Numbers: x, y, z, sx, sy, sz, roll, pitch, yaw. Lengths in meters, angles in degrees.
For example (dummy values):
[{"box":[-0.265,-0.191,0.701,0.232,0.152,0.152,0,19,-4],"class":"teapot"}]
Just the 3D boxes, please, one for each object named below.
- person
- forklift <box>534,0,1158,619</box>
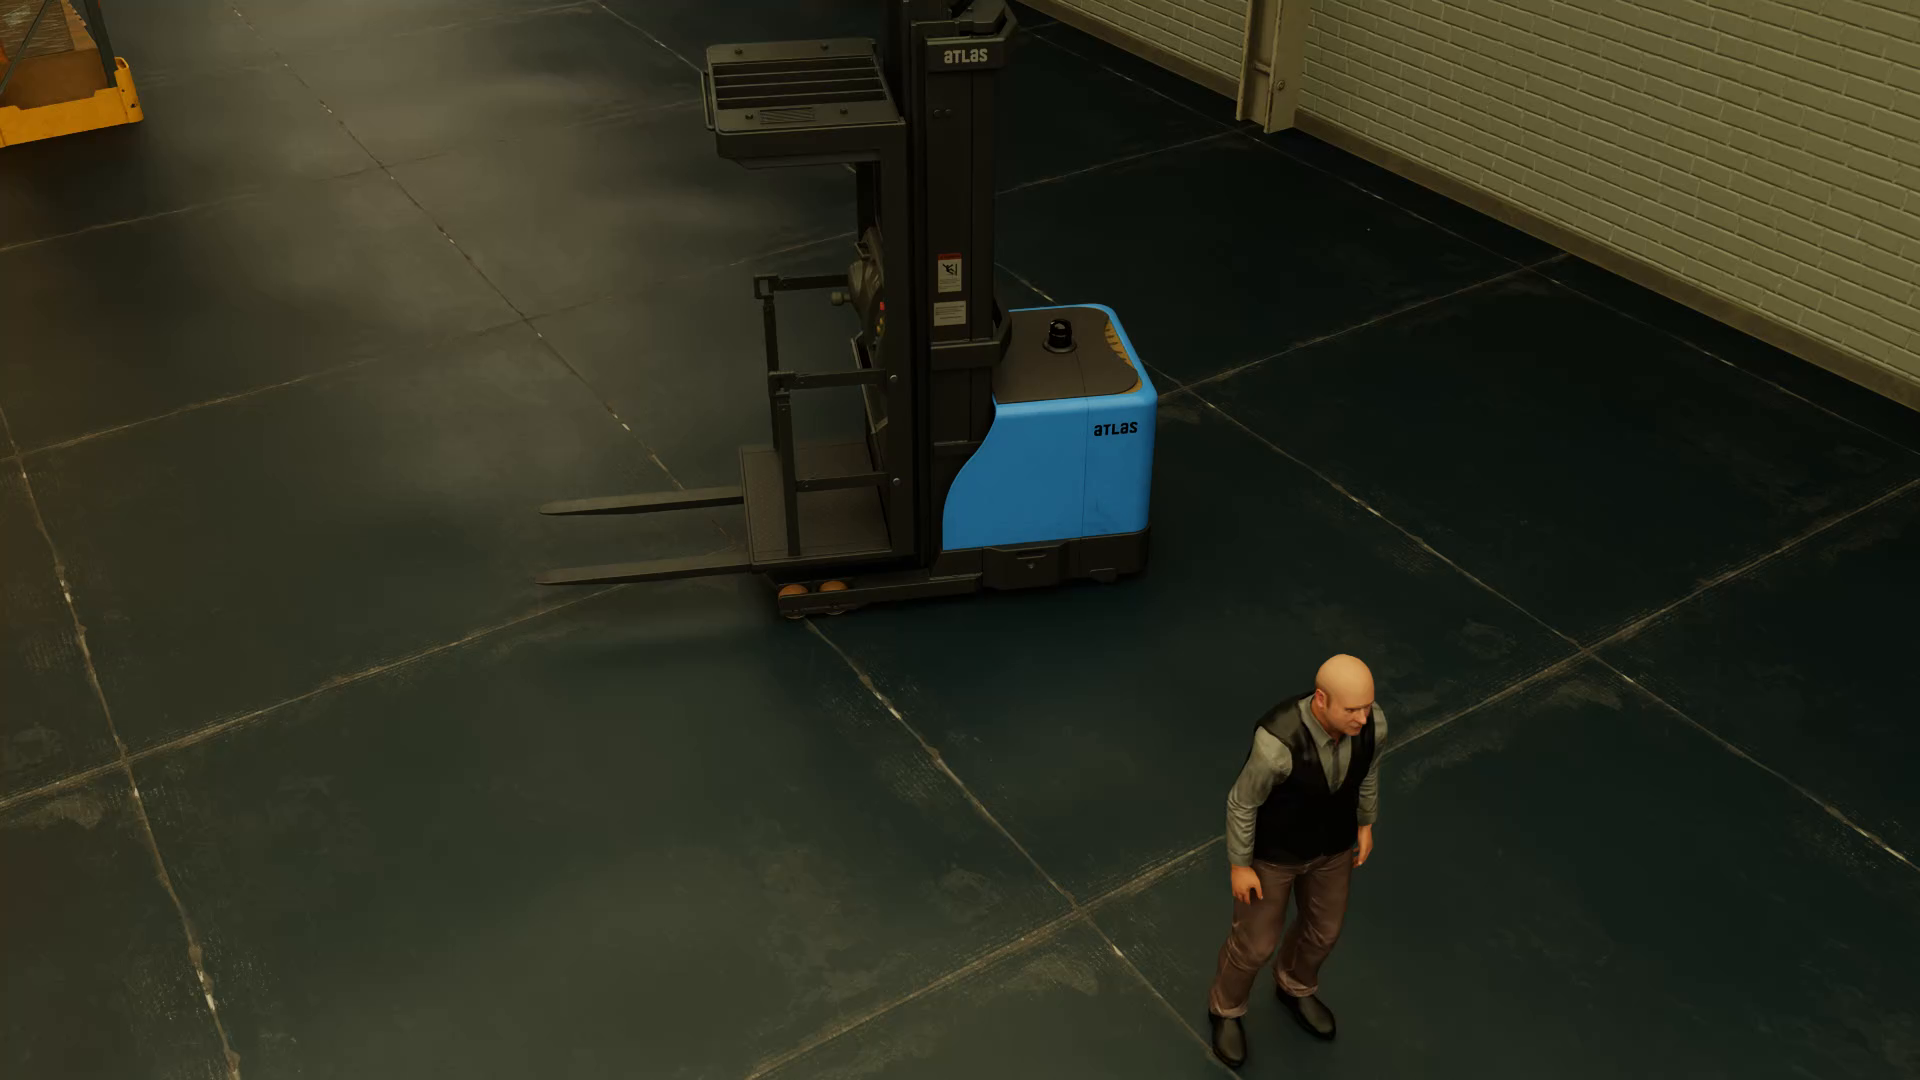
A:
[{"box":[1.157,1.047,5.711,0.593,1.720,0.425,-13,37,-18],"class":"person"},{"box":[-0.613,-1.141,7.772,3.031,2.935,1.130,-5,35,-8],"class":"forklift"}]
